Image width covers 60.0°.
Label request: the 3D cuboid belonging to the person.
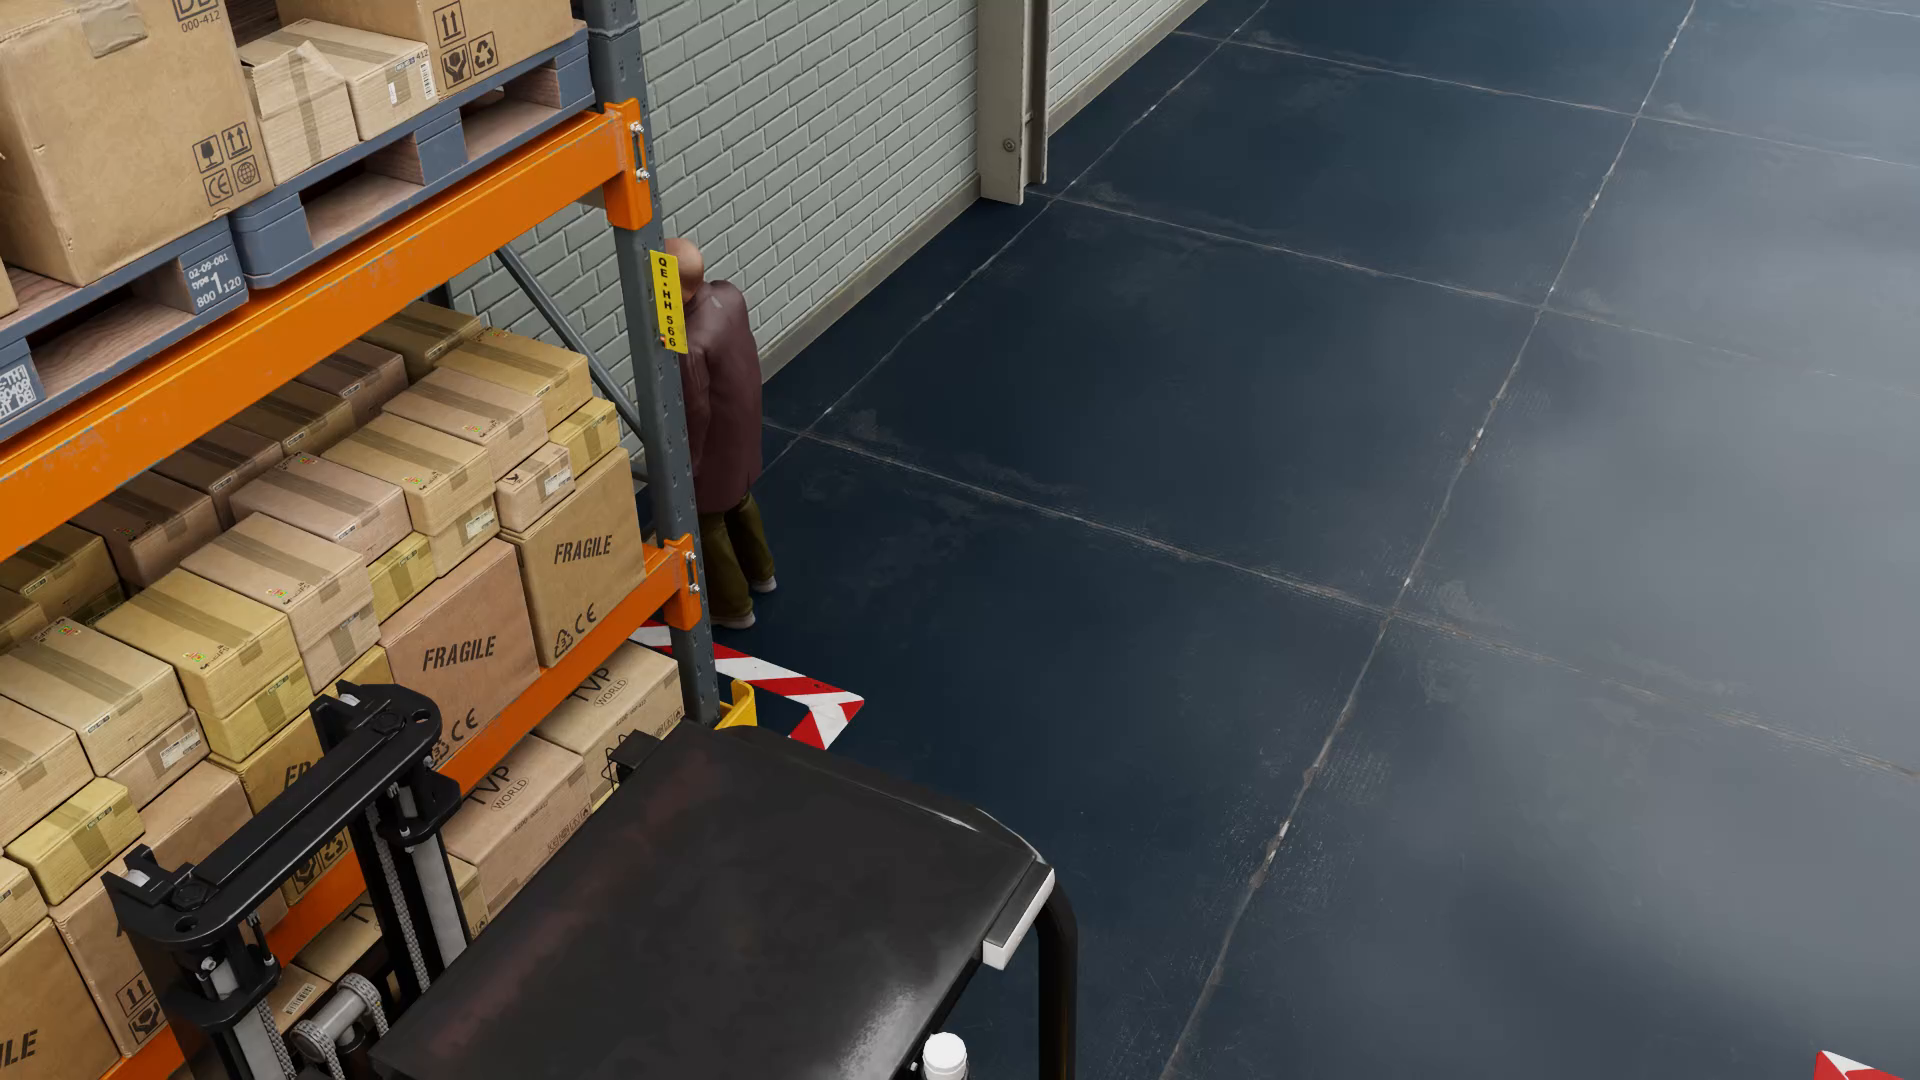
[{"bbox_3d":[-1.007,-0.417,6.709,0.429,1.772,0.645,10,39,13],"label":"person"}]
